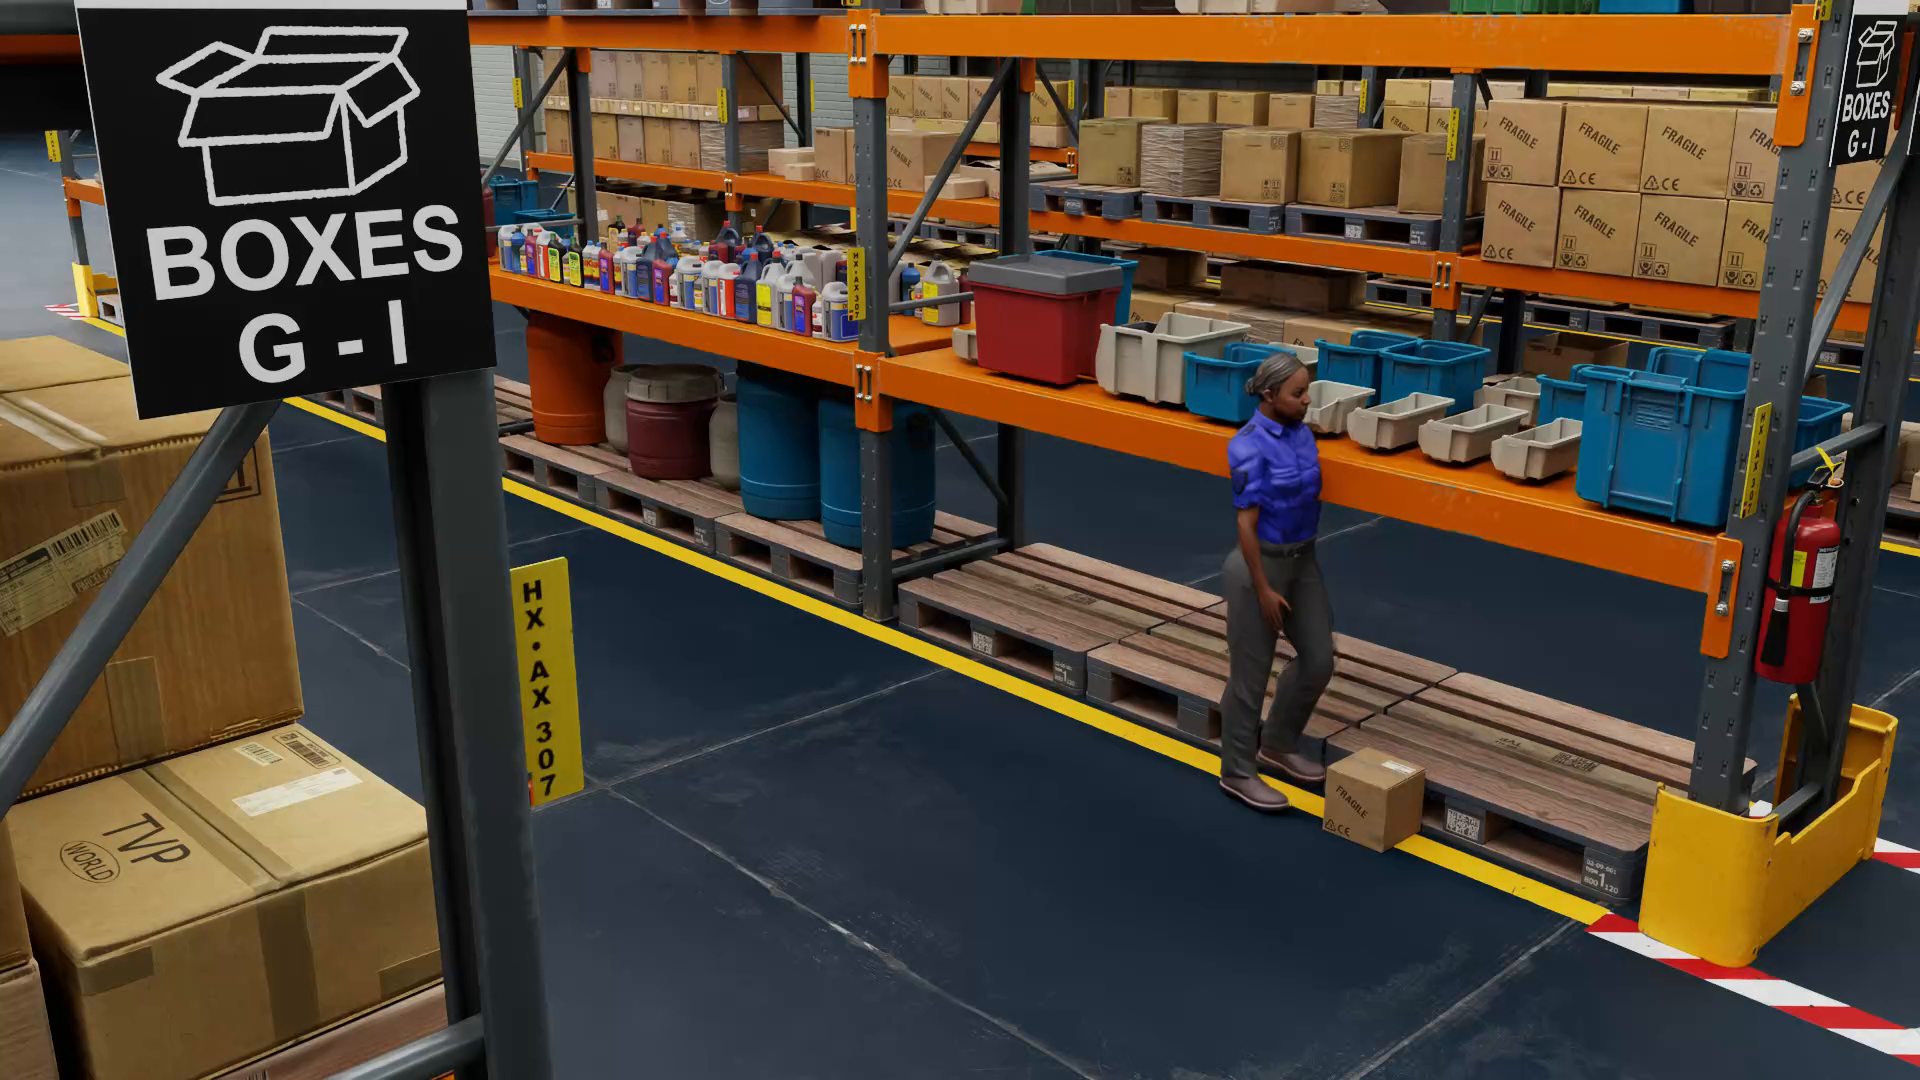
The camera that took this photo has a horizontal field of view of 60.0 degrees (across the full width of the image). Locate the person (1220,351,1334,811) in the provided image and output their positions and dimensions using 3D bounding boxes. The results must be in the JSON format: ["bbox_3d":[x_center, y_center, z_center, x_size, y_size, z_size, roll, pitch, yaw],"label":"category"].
[{"bbox_3d":[1.171,0.137,6.067,0.442,1.658,0.371,-15,23,-40],"label":"person"}]
